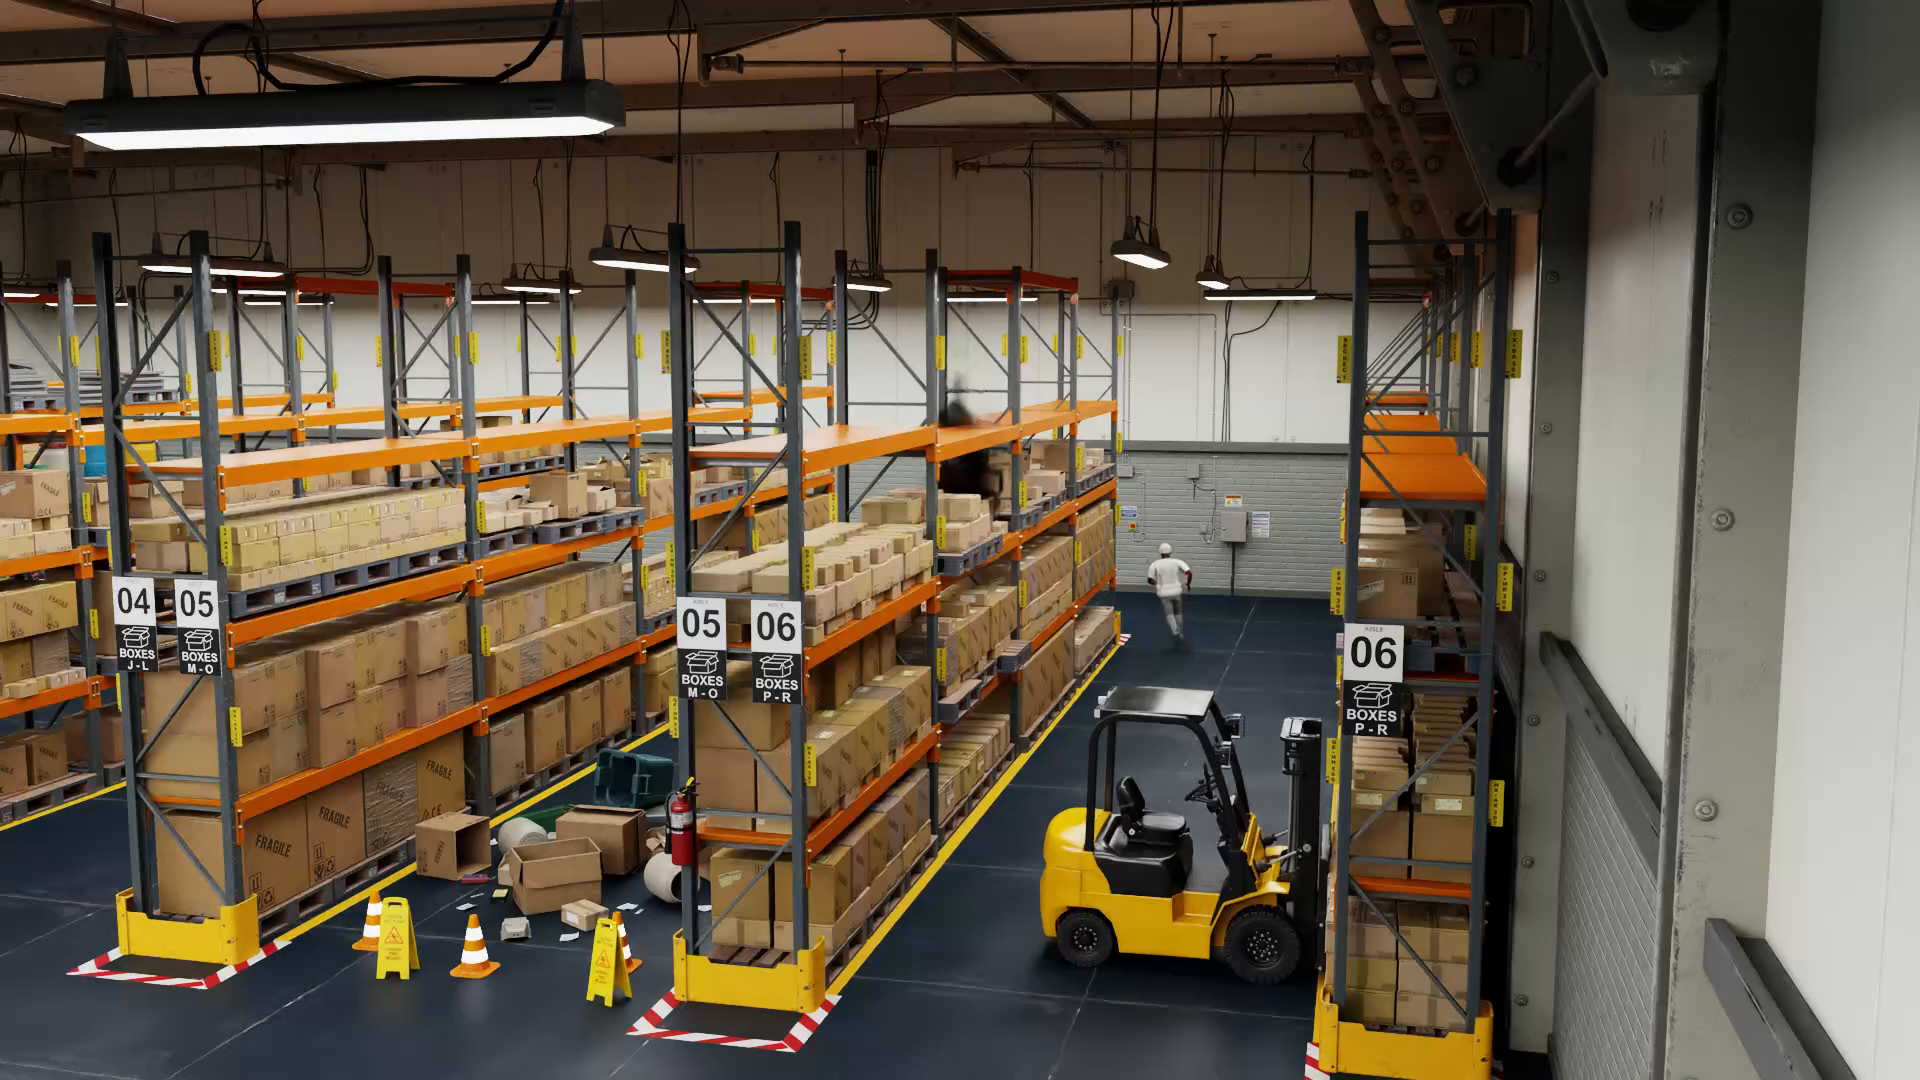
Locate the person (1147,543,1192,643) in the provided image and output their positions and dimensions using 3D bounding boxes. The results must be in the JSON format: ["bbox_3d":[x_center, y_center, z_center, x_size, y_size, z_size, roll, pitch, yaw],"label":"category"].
[{"bbox_3d":[3.503,0.921,27.893,0.738,1.746,0.845,0,7,2],"label":"person"}]
